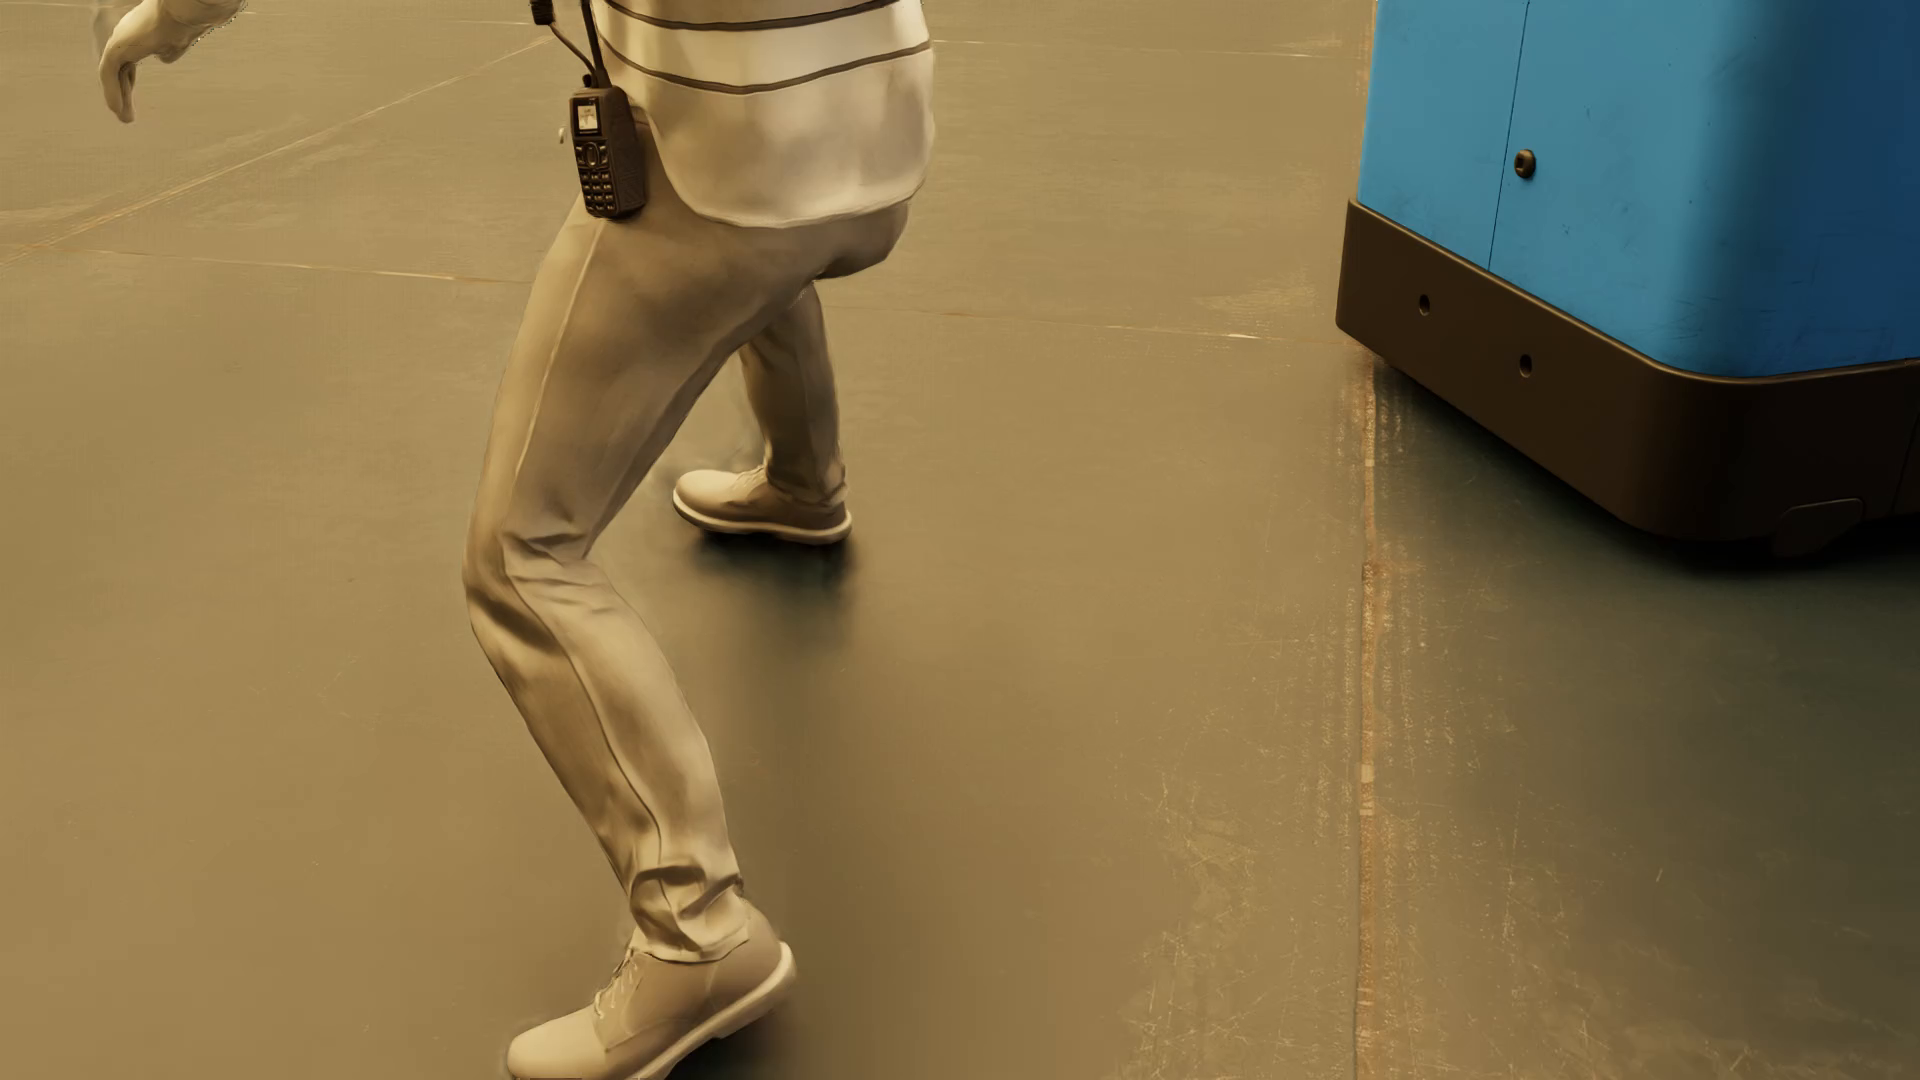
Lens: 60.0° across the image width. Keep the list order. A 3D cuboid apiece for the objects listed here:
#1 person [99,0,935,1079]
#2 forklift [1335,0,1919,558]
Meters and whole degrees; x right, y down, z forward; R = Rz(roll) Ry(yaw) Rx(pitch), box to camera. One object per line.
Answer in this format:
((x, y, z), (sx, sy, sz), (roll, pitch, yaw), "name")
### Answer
((-0.322, -0.413, 1.714), (0.930, 1.518, 0.998), (21, 34, 36), "person")
((2.287, -1.647, 2.510), (3.031, 2.935, 1.130), (-7, 28, -14), "forklift")
